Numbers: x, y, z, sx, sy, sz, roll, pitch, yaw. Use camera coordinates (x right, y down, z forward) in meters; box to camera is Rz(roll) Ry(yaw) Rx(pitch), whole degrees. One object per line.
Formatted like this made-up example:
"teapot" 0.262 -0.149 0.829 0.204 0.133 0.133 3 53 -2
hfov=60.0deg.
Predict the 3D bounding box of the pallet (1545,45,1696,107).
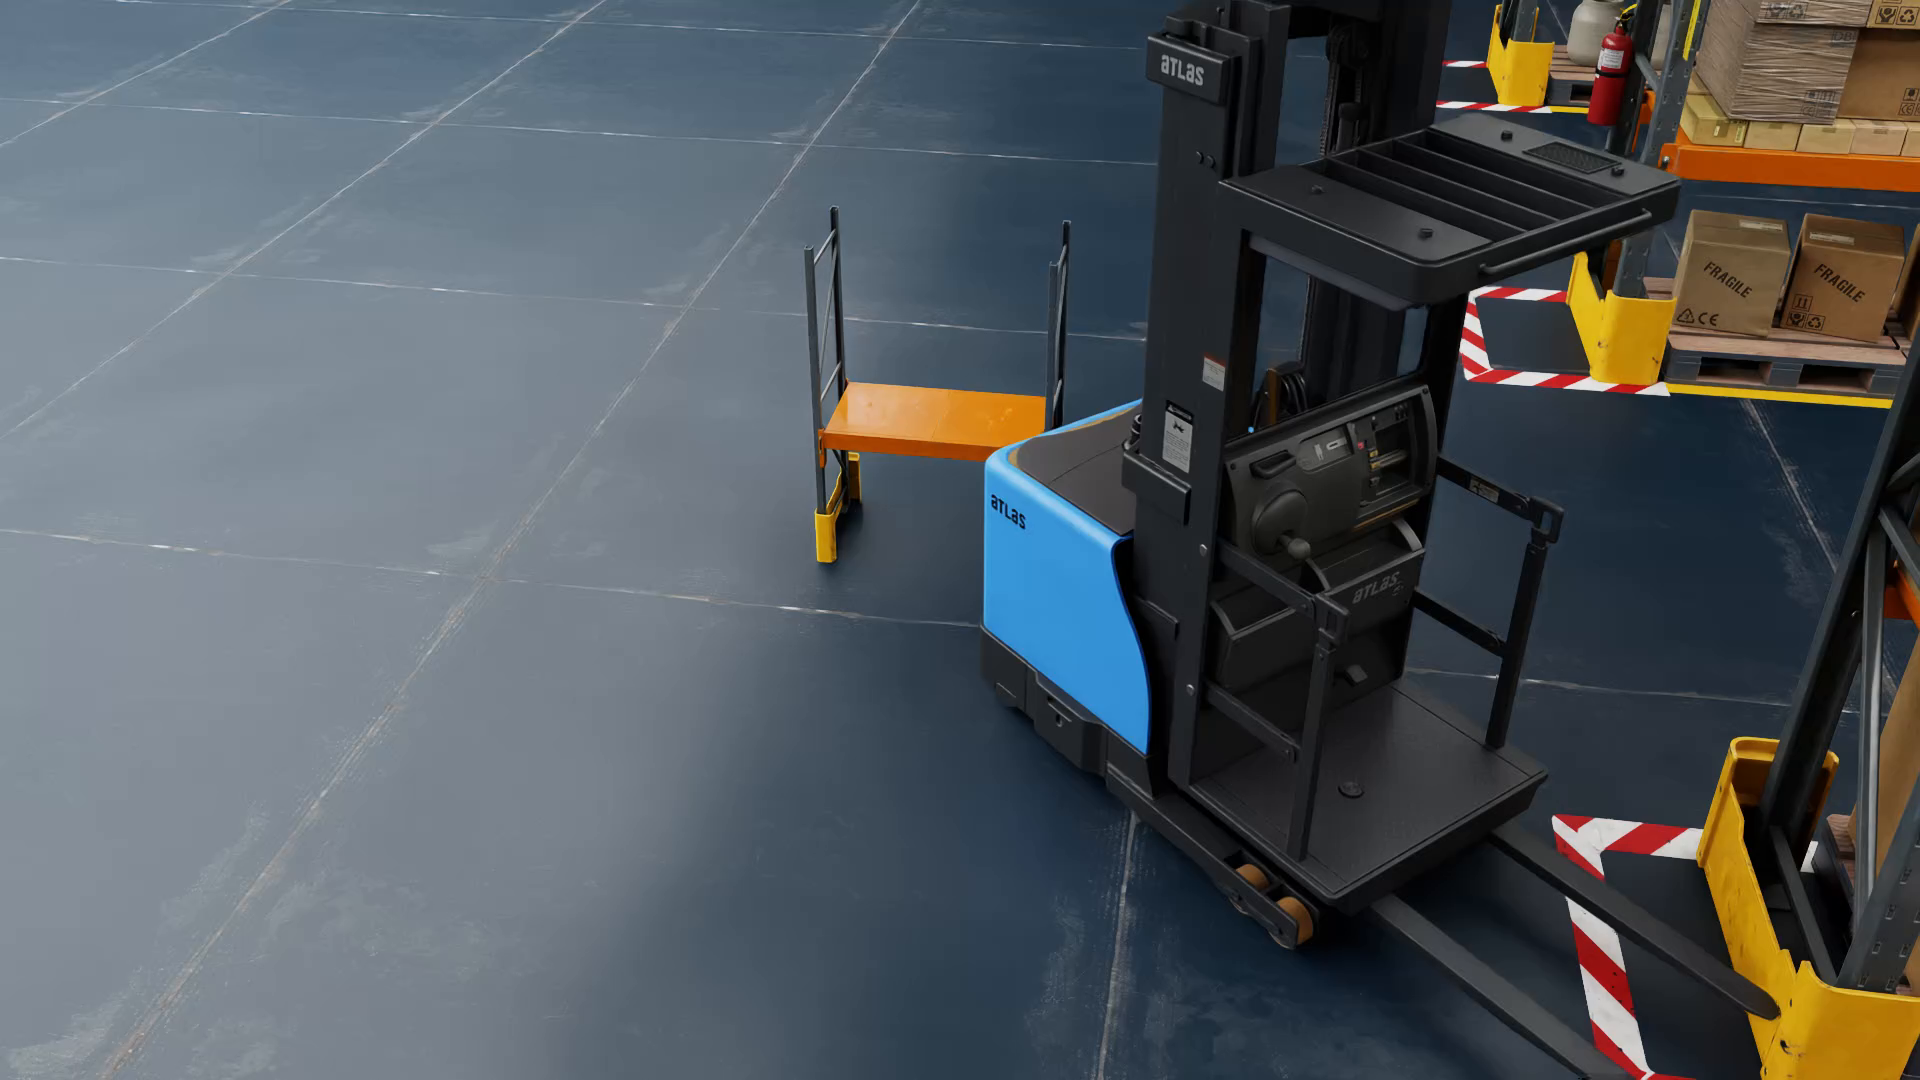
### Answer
"pallet" 5.388 -3.788 13.603 1.213 0.211 1.003 5 32 8

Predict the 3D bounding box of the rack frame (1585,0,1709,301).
"rack frame" 3.672 -2.437 8.816 0.127 3.000 1.000 5 32 8

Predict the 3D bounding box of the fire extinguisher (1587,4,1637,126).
"fire extinguisher" 3.637 -2.655 9.238 0.183 0.674 0.296 5 32 8

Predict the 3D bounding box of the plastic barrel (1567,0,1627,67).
"plastic barrel" 5.167 -4.132 13.473 0.421 0.512 0.421 0 32 0

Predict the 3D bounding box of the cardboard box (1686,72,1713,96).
"cardboard box" 3.988 -2.413 9.015 0.250 0.149 0.380 5 32 8

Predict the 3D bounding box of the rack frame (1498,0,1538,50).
"rack frame" 4.505 -5.027 12.955 0.127 3.000 1.000 5 32 8

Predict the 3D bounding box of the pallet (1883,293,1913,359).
"pallet" 5.741 -1.047 9.224 1.213 0.211 1.003 5 32 8

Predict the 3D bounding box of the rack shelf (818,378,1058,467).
"rack shelf" -0.084 -0.491 7.460 1.000 0.185 0.538 5 32 8

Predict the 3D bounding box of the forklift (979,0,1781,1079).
"forklift" 1.343 -0.173 5.264 1.130 2.935 3.031 -21 38 -30

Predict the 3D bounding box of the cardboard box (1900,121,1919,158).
"cardboard box" 4.895 -2.080 8.483 0.250 0.149 0.380 5 32 8

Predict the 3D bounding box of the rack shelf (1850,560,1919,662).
"rack shelf" 4.710 0.632 4.592 4.000 0.370 1.077 5 32 8

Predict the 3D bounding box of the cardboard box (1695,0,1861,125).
"cardboard box" 4.210 -2.542 8.609 0.500 0.500 0.875 5 32 8

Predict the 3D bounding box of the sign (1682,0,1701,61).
"sign" 3.581 -2.520 8.133 0.005 0.325 0.100 5 32 8

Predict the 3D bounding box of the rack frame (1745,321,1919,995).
"rack frame" 2.738 0.148 4.686 0.127 3.000 1.000 5 32 8

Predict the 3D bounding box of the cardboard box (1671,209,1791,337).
"cardboard box" 4.285 -1.491 9.265 0.500 0.500 0.500 11 34 17

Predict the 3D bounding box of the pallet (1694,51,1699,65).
"pallet" 6.587 -3.678 13.427 1.213 0.211 1.003 5 32 8

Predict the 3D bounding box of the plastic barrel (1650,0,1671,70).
"plastic barrel" 5.661 -4.087 13.402 0.421 0.512 0.421 0 32 0

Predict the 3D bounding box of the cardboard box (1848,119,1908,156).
"cardboard box" 4.650 -2.106 8.525 0.250 0.149 0.380 5 32 8

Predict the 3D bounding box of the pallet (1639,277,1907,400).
"pallet" 4.542 -1.157 9.400 1.213 0.211 1.003 5 32 8

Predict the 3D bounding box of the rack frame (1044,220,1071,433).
"rack frame" 0.417 -0.598 7.292 0.032 1.500 0.500 5 32 8

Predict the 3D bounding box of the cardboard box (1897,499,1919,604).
"cardboard box" 3.111 0.094 4.631 0.550 0.550 0.875 5 32 8

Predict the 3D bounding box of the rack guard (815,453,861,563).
"rack guard" -0.566 -0.157 7.766 0.087 0.250 0.587 5 32 8

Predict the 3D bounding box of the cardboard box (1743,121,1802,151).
"cardboard box" 4.156 -2.148 8.591 0.250 0.149 0.380 5 32 8

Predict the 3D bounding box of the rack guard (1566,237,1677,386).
"rack guard" 3.747 -1.371 9.469 0.348 0.500 1.175 5 32 8

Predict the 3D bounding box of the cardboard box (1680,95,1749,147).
"cardboard box" 3.913 -2.180 8.643 0.250 0.149 0.380 5 32 8

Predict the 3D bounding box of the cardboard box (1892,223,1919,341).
"cardboard box" 5.494 -1.390 9.103 0.500 0.500 0.500 8 33 13

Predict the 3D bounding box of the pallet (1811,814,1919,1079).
"pallet" 3.539 1.361 5.377 1.213 0.211 1.003 5 32 8

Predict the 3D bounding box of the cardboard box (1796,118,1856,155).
"cardboard box" 4.400 -2.118 8.543 0.250 0.149 0.380 5 32 8

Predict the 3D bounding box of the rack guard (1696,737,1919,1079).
"rack guard" 2.714 1.206 5.353 0.348 0.500 1.175 5 32 8

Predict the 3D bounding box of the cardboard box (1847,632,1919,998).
"cardboard box" 3.418 0.897 5.097 0.875 0.875 0.875 5 32 8

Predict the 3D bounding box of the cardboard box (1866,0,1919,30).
"cardboard box" 4.660 -2.789 8.062 0.500 0.500 0.500 5 32 8

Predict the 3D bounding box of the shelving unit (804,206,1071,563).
"shelving unit" -0.075 -0.643 7.363 1.083 1.500 0.587 5 32 8

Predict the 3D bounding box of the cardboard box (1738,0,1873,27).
"cardboard box" 4.168 -2.838 8.139 0.500 0.500 0.500 5 32 8

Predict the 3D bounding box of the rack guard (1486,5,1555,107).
"rack guard" 4.588 -3.986 13.646 0.348 0.500 1.175 5 32 8

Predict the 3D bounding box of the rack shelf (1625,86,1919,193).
"rack shelf" 5.644 -1.953 8.722 4.000 0.370 1.077 5 32 8

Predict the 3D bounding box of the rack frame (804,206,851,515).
"rack frame" -0.585 -0.689 7.437 0.032 1.500 0.500 5 32 8

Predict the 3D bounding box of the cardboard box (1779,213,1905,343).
"cardboard box" 4.880 -1.455 9.208 0.500 0.500 0.500 14 35 21

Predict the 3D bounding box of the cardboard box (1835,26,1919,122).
"cardboard box" 4.723 -2.560 8.638 0.500 0.500 0.875 5 32 8
